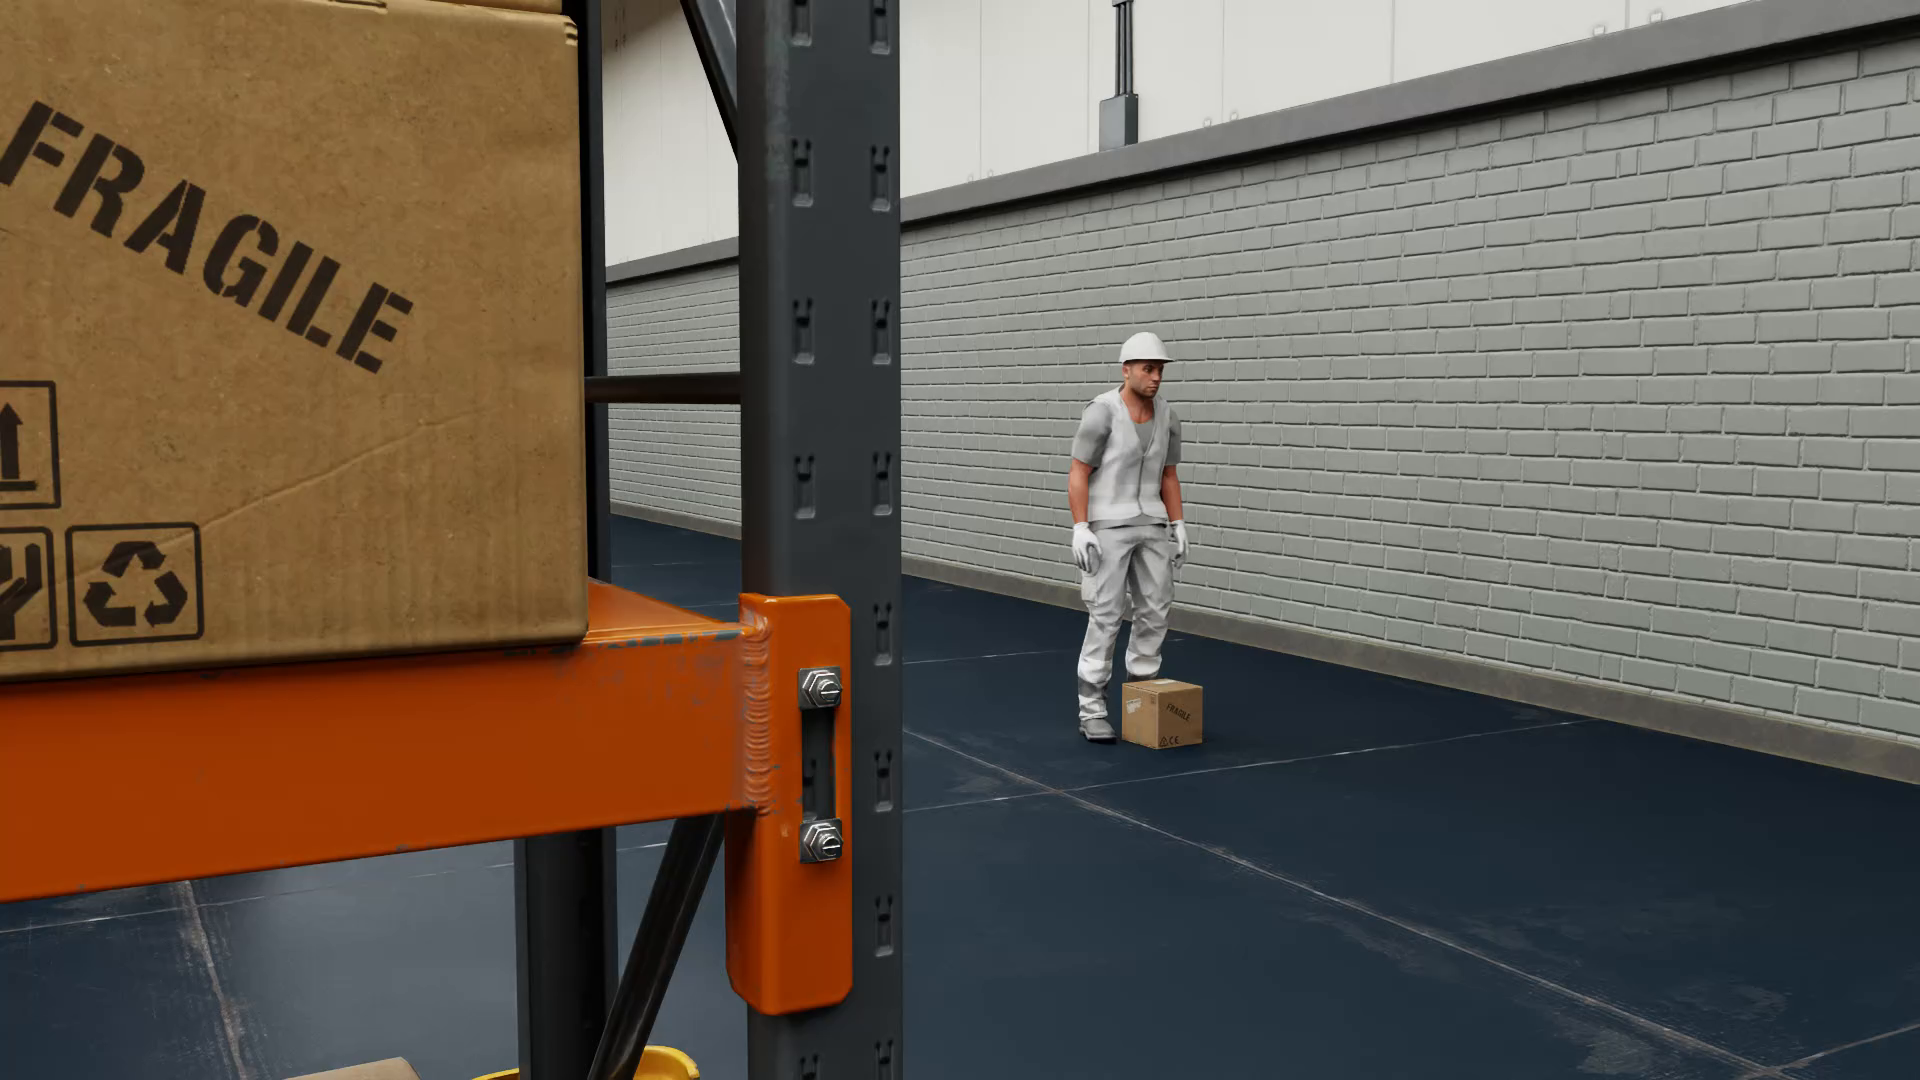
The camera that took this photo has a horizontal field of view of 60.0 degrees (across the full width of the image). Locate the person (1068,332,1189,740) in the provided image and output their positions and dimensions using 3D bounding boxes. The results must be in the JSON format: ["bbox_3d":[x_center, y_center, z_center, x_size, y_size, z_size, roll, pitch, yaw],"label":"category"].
[{"bbox_3d":[0.754,-0.022,7.361,0.608,1.779,0.451,-3,6,-28],"label":"person"}]
